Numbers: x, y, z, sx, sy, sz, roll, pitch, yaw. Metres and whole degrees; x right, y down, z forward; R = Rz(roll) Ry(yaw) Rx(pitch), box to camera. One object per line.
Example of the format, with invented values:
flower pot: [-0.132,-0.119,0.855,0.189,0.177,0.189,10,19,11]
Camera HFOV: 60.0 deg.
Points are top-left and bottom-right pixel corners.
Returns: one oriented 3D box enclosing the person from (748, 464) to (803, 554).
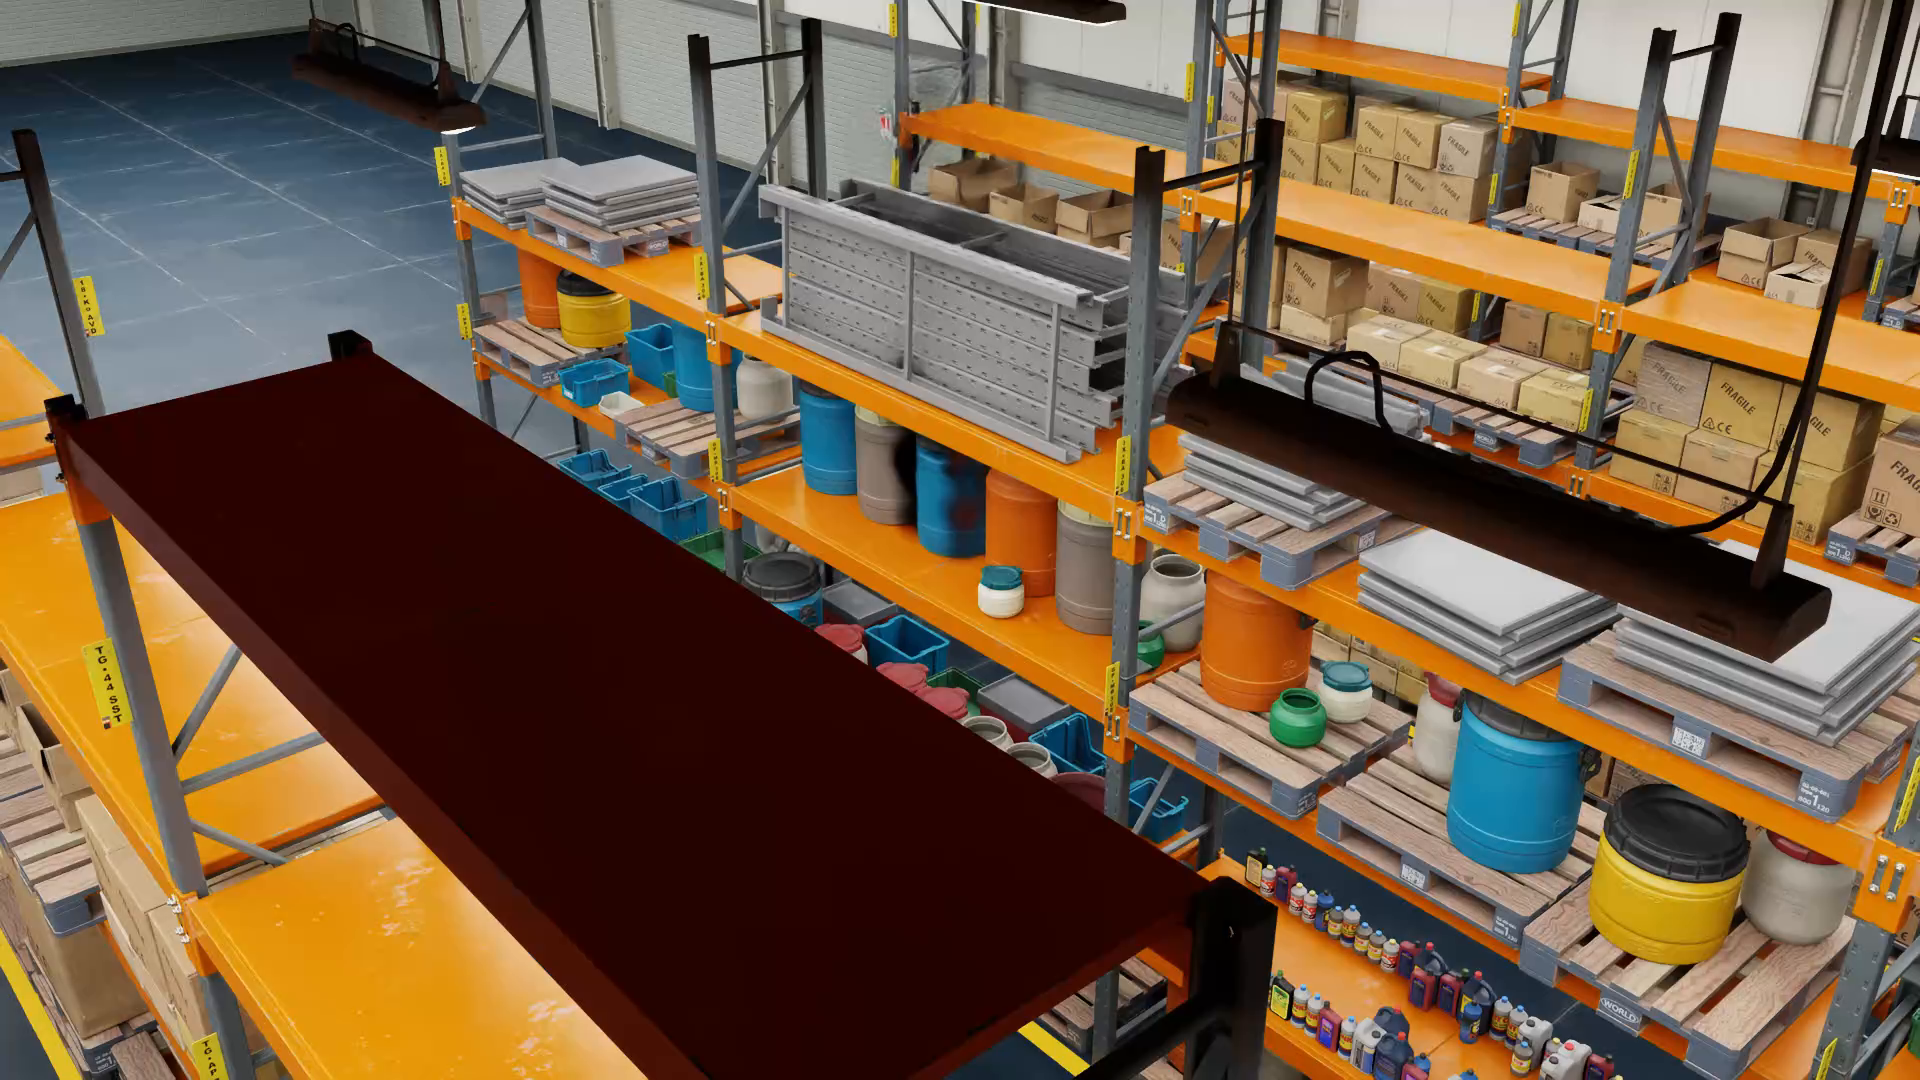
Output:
person: [-1.862,-0.294,16.408,0.623,1.619,0.645,18,32,31]

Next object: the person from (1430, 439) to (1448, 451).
person: [4.551,-0.318,16.244,0.608,1.813,0.888,-21,34,-35]
